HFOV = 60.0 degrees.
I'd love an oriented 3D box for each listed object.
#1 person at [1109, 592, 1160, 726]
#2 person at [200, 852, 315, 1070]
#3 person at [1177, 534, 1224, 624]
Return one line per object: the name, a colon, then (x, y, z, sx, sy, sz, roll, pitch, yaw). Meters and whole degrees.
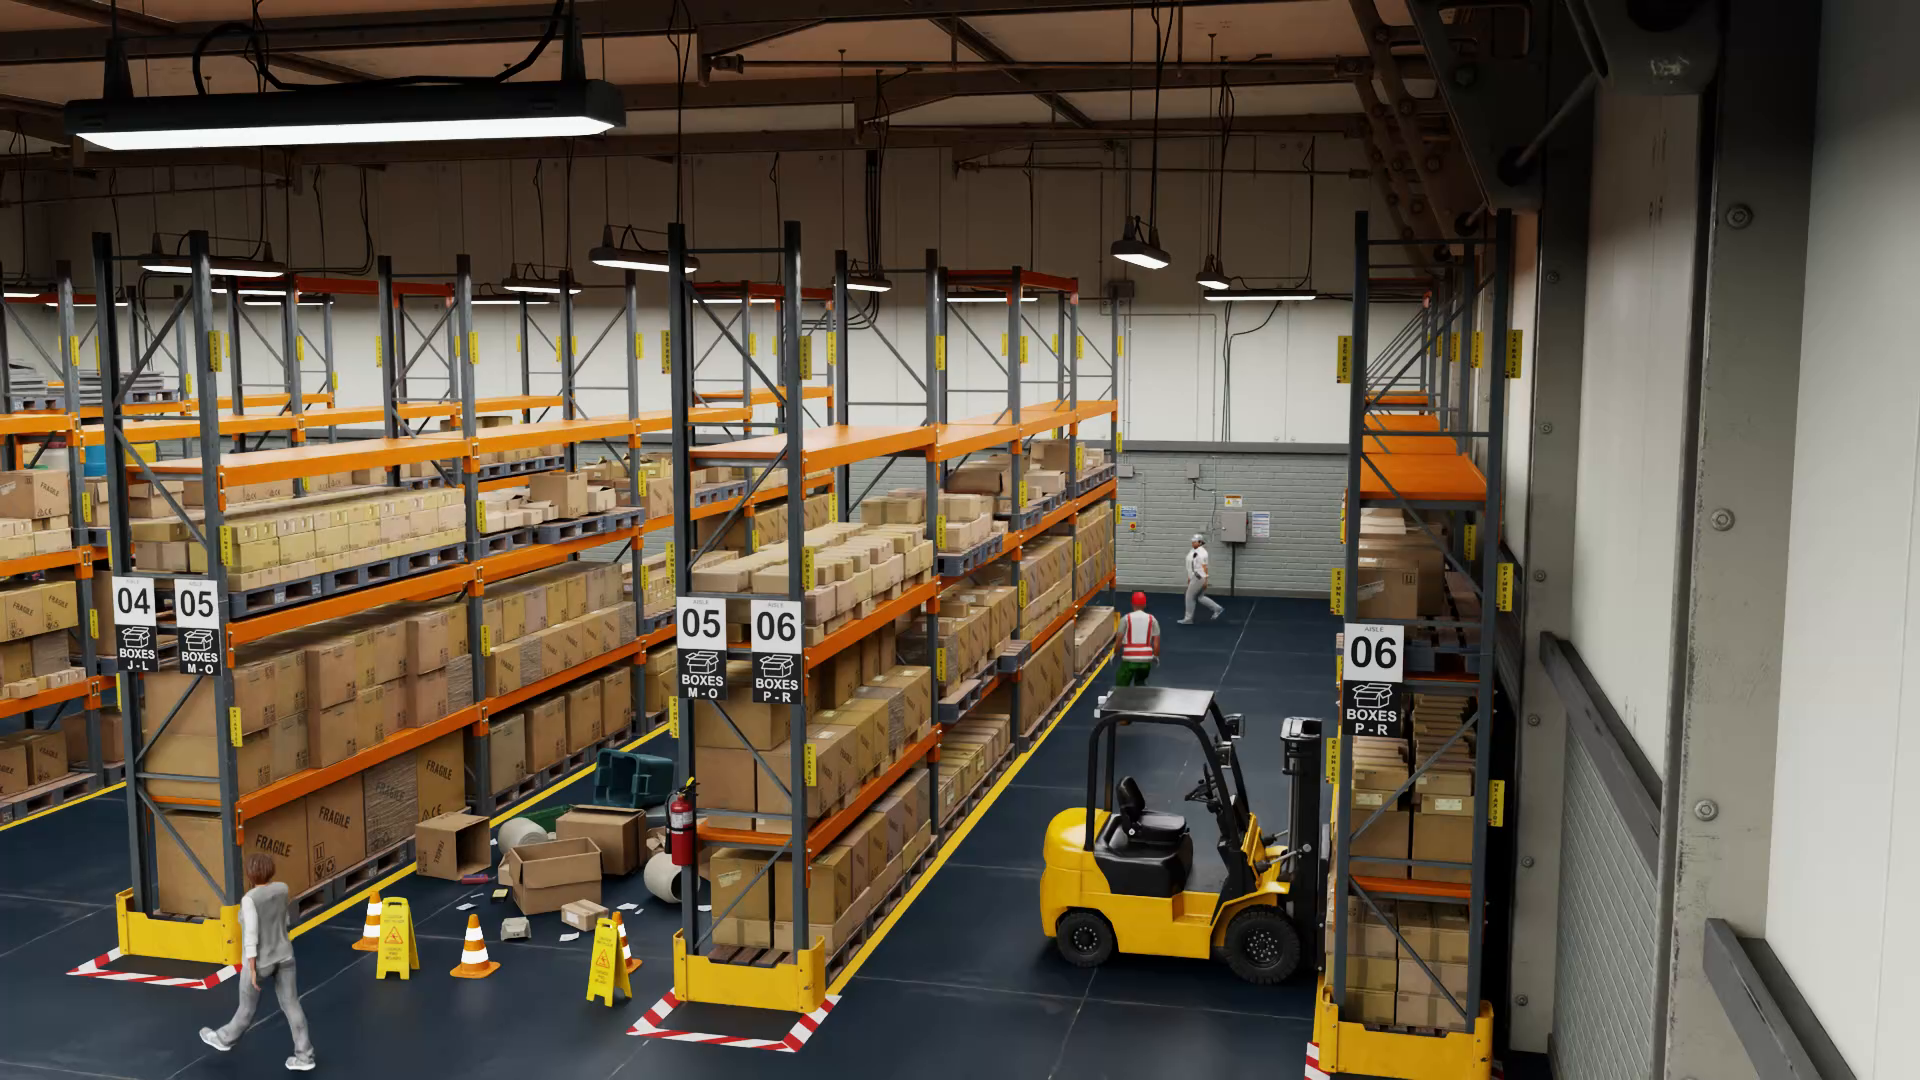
person: (2.287, 1.527, 21.413, 0.634, 1.688, 0.692, -1, 7, -10)
person: (-4.971, 2.954, 11.805, 0.982, 1.543, 0.434, 5, 8, 34)
person: (4.346, 0.694, 29.972, 0.875, 1.625, 0.504, 0, 7, 1)
